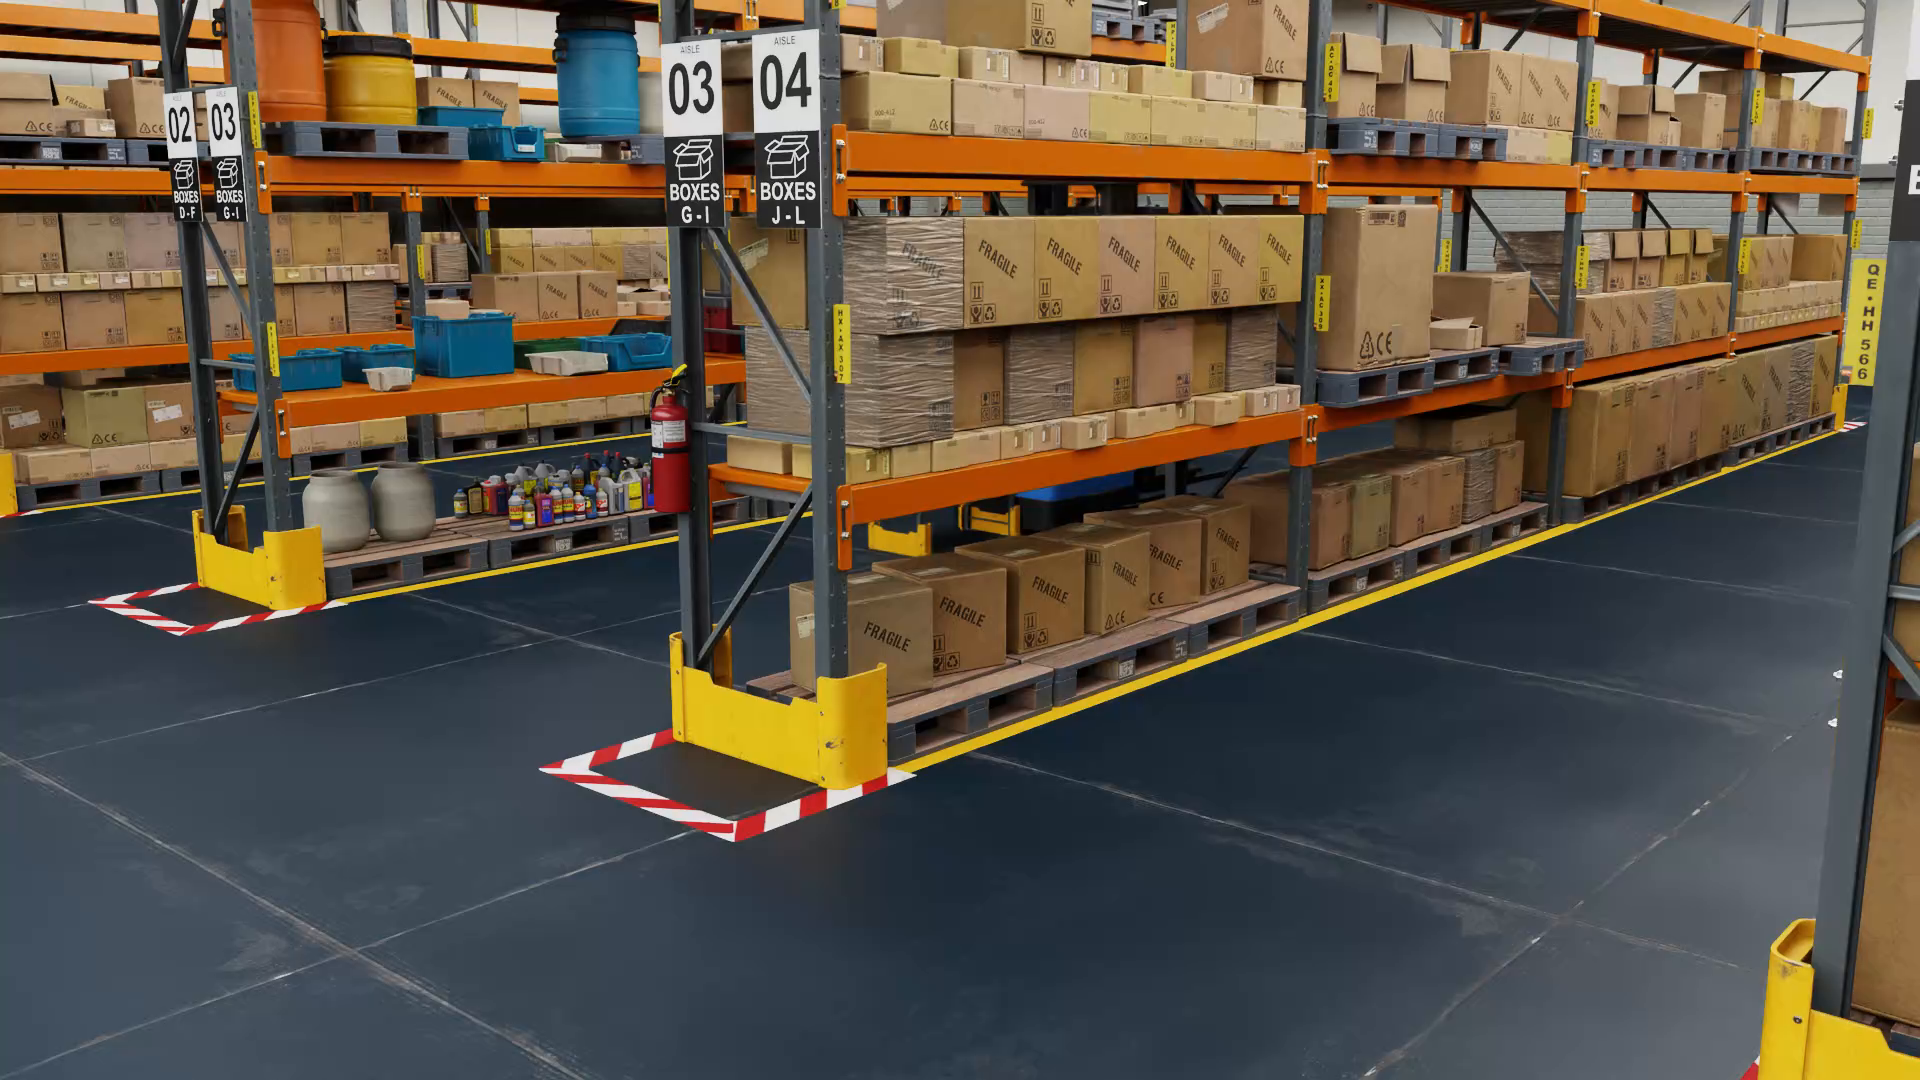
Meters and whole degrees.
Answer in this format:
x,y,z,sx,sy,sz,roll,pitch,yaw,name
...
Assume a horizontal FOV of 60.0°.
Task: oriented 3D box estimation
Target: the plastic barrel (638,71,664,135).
x,y,z,sx,sy,sz,roll,pitch,yaw,name
-2.414,-3.387,12.995,0.421,0.512,0.421,0,11,0,plastic barrel

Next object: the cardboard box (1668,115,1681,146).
x,y,z,sx,sy,sz,roll,pitch,yaw,name
6.228,-3.713,15.142,0.500,0.311,0.500,9,14,38,cardboard box

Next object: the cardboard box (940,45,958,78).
x,y,z,sx,sy,sz,roll,pitch,yaw,name
-0.228,-2.147,7.507,0.380,0.149,0.250,9,15,39,cardboard box

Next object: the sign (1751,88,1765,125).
x,y,z,sx,sy,sz,roll,pitch,yaw,name
7.434,-4.040,15.498,0.100,0.325,0.005,10,15,40,sign

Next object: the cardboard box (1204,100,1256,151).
x,y,z,sx,sy,sz,roll,pitch,yaw,name
1.281,-2.274,9.163,0.500,0.250,0.500,10,15,42,cardboard box

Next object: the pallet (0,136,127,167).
x,y,z,sx,sy,sz,roll,pitch,yaw,name
-7.854,-3.274,14.013,1.003,0.211,1.213,10,15,40,pallet

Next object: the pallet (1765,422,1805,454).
x,y,z,sx,sy,sz,roll,pitch,yaw,name
8.385,-1.145,17.903,1.003,0.211,1.213,10,15,40,pallet

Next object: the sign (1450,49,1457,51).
x,y,z,sx,sy,sz,roll,pitch,yaw,name
6.363,-6.174,21.470,0.100,0.325,0.005,10,15,40,sign

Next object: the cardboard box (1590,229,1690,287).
x,y,z,sx,sy,sz,roll,pitch,yaw,name
6.142,-2.576,15.136,0.797,0.503,0.637,10,15,41,cardboard box

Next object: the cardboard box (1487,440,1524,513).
x,y,z,sx,sy,sz,roll,pitch,yaw,name
3.952,-0.530,12.966,0.700,0.500,0.500,9,14,37,cardboard box

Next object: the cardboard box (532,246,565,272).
x,y,z,sx,sy,sz,roll,pitch,yaw,name
-5.918,-3.882,23.421,0.500,0.500,0.500,10,15,42,cardboard box

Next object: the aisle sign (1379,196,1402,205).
x,y,z,sx,sy,sz,roll,pitch,yaw,name
5.764,-4.783,22.361,0.394,0.787,0.004,10,15,40,aisle sign

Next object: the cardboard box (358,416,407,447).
x,y,z,sx,sy,sz,roll,pitch,yaw,name
-5.842,-1.095,16.485,0.500,0.250,0.500,10,15,40,cardboard box

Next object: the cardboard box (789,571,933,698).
x,y,z,sx,sy,sz,roll,pitch,yaw,name
-0.477,0.466,8.031,0.500,0.500,0.500,-9,14,-37,cardboard box

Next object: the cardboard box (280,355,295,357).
x,y,z,sx,sy,sz,roll,pitch,yaw,name
-8.647,-2.157,21.112,0.700,0.500,0.500,9,15,39,cardboard box

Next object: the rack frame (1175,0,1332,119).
x,y,z,sx,sy,sz,roll,pitch,yaw,name
1.739,-3.995,9.737,1.000,3.000,0.127,10,15,40,rack frame

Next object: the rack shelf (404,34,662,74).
x,y,z,sx,sy,sz,roll,pitch,yaw,name
-4.380,-5.022,17.735,1.077,0.370,4.000,10,15,40,rack shelf

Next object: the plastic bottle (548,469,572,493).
x,y,z,sx,sy,sz,roll,pitch,yaw,name
-3.104,-0.403,12.899,0.152,0.276,0.135,10,15,40,plastic bottle

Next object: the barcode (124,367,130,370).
x,y,z,sx,sy,sz,roll,pitch,yaw,name
-9.960,-2.073,19.872,0.001,0.075,0.075,10,15,40,barcode

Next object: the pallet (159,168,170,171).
x,y,z,sx,sy,sz,roll,pitch,yaw,name
-8.936,-4.430,20.054,1.213,0.211,1.003,10,15,40,pallet

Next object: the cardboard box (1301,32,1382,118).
x,y,z,sx,sy,sz,roll,pitch,yaw,name
2.123,-2.837,10.262,0.797,0.503,0.637,9,14,38,cardboard box

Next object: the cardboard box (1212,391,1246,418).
x,y,z,sx,sy,sz,roll,pitch,yaw,name
1.435,-0.796,9.677,0.380,0.149,0.250,10,15,40,cardboard box

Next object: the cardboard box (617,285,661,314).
x,y,z,sx,sy,sz,roll,pitch,yaw,name
-3.796,-2.773,19.162,0.500,0.311,0.500,10,15,40,cardboard box

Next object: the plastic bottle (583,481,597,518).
x,y,z,sx,sy,sz,roll,pitch,yaw,name
-2.765,-0.304,12.418,0.097,0.271,0.097,0,11,0,plastic bottle

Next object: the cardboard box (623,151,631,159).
x,y,z,sx,sy,sz,roll,pitch,yaw,name
-3.649,-4.373,18.598,0.500,0.250,0.500,10,15,42,cardboard box

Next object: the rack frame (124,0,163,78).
x,y,z,sx,sy,sz,roll,pitch,yaw,name
-9.424,-5.916,19.356,1.000,3.000,0.127,10,15,40,rack frame

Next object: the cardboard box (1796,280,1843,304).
x,y,z,sx,sy,sz,roll,pitch,yaw,name
9.539,-2.785,18.621,0.500,0.250,0.500,9,15,39,cardboard box

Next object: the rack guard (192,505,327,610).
x,y,z,sx,sy,sz,roll,pitch,yaw,name
-4.607,0.104,10.916,1.175,0.500,0.348,10,15,40,rack guard

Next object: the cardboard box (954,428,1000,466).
x,y,z,sx,sy,sz,roll,pitch,yaw,name
-0.029,-0.461,8.002,0.380,0.149,0.250,10,15,40,cardboard box

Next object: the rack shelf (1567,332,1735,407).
x,y,z,sx,sy,sz,roll,pitch,yaw,name
5.699,-1.583,14.815,1.077,0.370,4.000,10,15,40,rack shelf

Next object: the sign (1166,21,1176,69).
x,y,z,sx,sy,sz,roll,pitch,yaw,name
1.319,-3.042,10.298,0.100,0.325,0.005,10,15,40,sign

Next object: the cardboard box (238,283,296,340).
x,y,z,sx,sy,sz,roll,pitch,yaw,name
-6.666,-2.166,15.640,0.700,0.500,0.500,10,15,41,cardboard box

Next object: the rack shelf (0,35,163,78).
x,y,z,sx,sy,sz,roll,pitch,yaw,name
-10.744,-5.267,17.954,1.077,0.370,4.000,10,15,40,rack shelf

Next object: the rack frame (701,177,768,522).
x,y,z,sx,sy,sz,roll,pitch,yaw,name
-1.982,-1.693,13.531,1.000,3.000,0.127,10,15,40,rack frame

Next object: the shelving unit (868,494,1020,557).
x,y,z,sx,sy,sz,roll,pitch,yaw,name
-0.109,-0.713,12.451,0.587,1.500,1.083,10,15,41,shelving unit

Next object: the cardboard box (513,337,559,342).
x,y,z,sx,sy,sz,roll,pitch,yaw,name
-6.199,-2.806,23.517,0.750,0.750,0.750,10,15,40,cardboard box

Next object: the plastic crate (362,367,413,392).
x,y,z,sx,sy,sz,roll,pitch,yaw,name
-3.790,-1.066,11.061,0.298,0.136,0.250,10,15,40,plastic crate

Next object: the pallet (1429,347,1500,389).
x,y,z,sx,sy,sz,roll,pitch,yaw,name
3.103,-1.251,11.805,1.003,0.211,1.213,10,15,40,pallet

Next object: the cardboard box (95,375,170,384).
x,y,z,sx,sy,sz,roll,pitch,yaw,name
-7.561,-1.238,15.282,0.500,0.500,0.500,10,15,40,cardboard box

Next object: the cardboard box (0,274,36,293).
x,y,z,sx,sy,sz,roll,pitch,yaw,name
-7.920,-2.143,13.870,0.380,0.149,0.250,10,15,40,cardboard box

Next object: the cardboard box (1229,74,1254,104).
x,y,z,sx,sy,sz,roll,pitch,yaw,name
1.396,-2.485,9.202,0.380,0.149,0.250,9,14,38,cardboard box

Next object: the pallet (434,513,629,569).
x,y,z,sx,sy,sz,roll,pitch,yaw,name
-3.262,-0.052,12.433,1.003,0.211,1.213,10,15,40,pallet

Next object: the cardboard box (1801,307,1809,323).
x,y,z,sx,sy,sz,roll,pitch,yaw,name
8.828,-2.412,17.769,0.380,0.149,0.250,10,15,41,cardboard box

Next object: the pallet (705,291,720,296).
x,y,z,sx,sy,sz,roll,pitch,yaw,name
-2.665,-2.938,20.250,1.213,0.211,1.003,10,15,40,pallet

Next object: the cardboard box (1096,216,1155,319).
x,y,z,sx,sy,sz,roll,pitch,yaw,name
0.656,-1.416,8.575,0.500,0.500,0.500,10,15,40,cardboard box

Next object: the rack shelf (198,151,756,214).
x,y,z,sx,sy,sz,roll,pitch,yaw,name
-3.302,-2.517,11.834,1.077,0.370,4.000,10,15,40,rack shelf

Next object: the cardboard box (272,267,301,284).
x,y,z,sx,sy,sz,roll,pitch,yaw,name
-6.392,-2.484,15.579,0.380,0.149,0.250,10,15,40,cardboard box

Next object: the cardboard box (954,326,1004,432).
x,y,z,sx,sy,sz,roll,pitch,yaw,name
-0.278,-0.826,8.173,0.875,0.500,0.500,10,15,40,cardboard box

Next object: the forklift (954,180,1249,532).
x,y,z,sx,sy,sz,roll,pitch,yaw,name
1.320,-1.705,13.762,1.130,2.935,3.031,10,15,41,forklift

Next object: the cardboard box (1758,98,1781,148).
x,y,z,sx,sy,sz,roll,pitch,yaw,name
7.849,-4.206,16.872,0.700,0.500,0.500,11,16,43,cardboard box

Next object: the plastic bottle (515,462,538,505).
x,y,z,sx,sy,sz,roll,pitch,yaw,name
-3.354,-0.427,12.832,0.144,0.351,0.185,11,15,43,plastic bottle

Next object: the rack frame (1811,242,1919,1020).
x,y,z,sx,sy,sz,roll,pitch,yaw,name
2.755,0.191,4.095,0.949,2.616,0.053,10,15,40,rack frame

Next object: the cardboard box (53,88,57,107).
x,y,z,sx,sy,sz,roll,pitch,yaw,name
-10.242,-4.725,18.194,0.500,0.500,0.500,9,14,38,cardboard box

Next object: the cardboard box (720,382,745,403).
x,y,z,sx,sy,sz,roll,pitch,yaw,name
-2.545,-1.943,20.039,0.500,0.500,0.500,11,15,43,cardboard box

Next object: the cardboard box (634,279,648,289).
x,y,z,sx,sy,sz,roll,pitch,yaw,name
-4.848,-3.805,24.695,0.380,0.149,0.250,10,15,40,cardboard box
